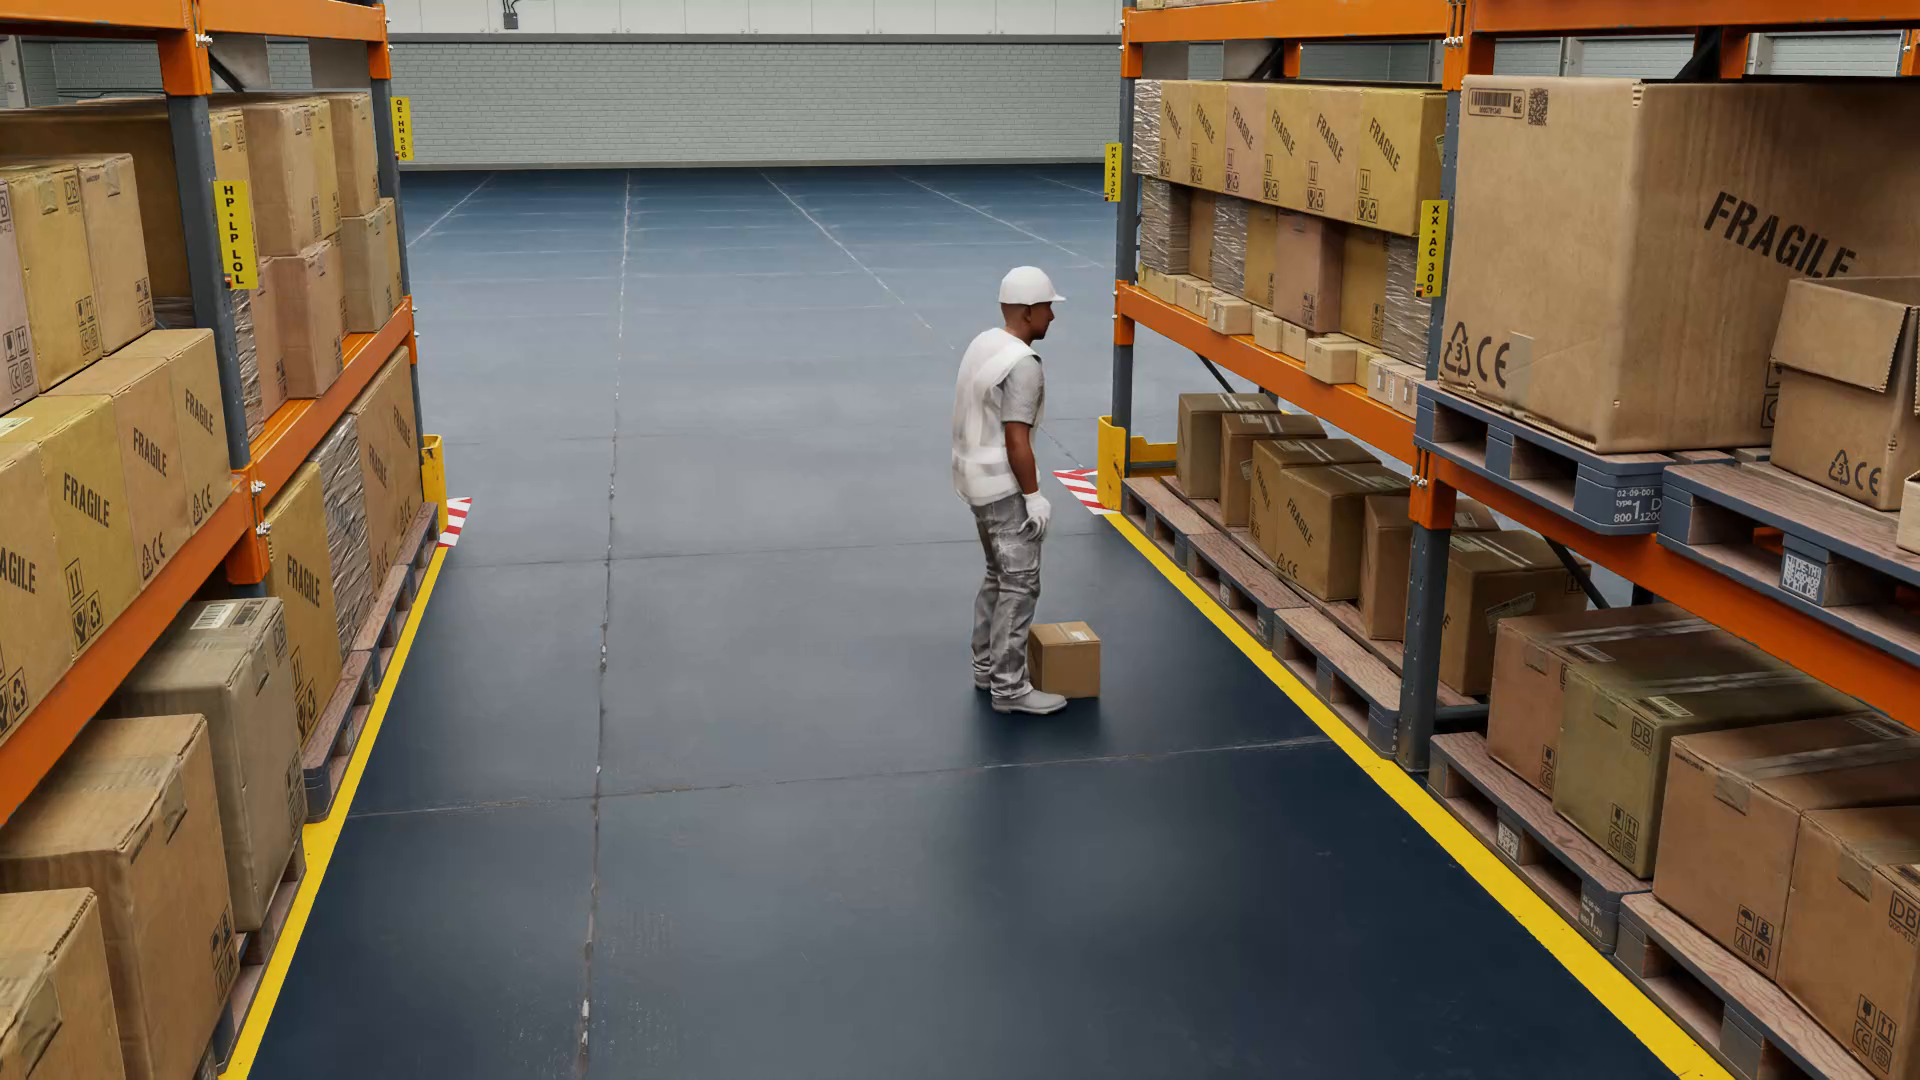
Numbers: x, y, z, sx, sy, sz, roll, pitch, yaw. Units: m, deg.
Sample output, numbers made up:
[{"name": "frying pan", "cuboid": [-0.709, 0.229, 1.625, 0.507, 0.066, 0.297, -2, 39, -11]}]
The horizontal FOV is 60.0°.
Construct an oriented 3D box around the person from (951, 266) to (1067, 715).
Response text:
[{"name": "person", "cuboid": [0.206, -0.210, 6.739, 0.452, 1.773, 0.625, -4, 17, -14]}]
